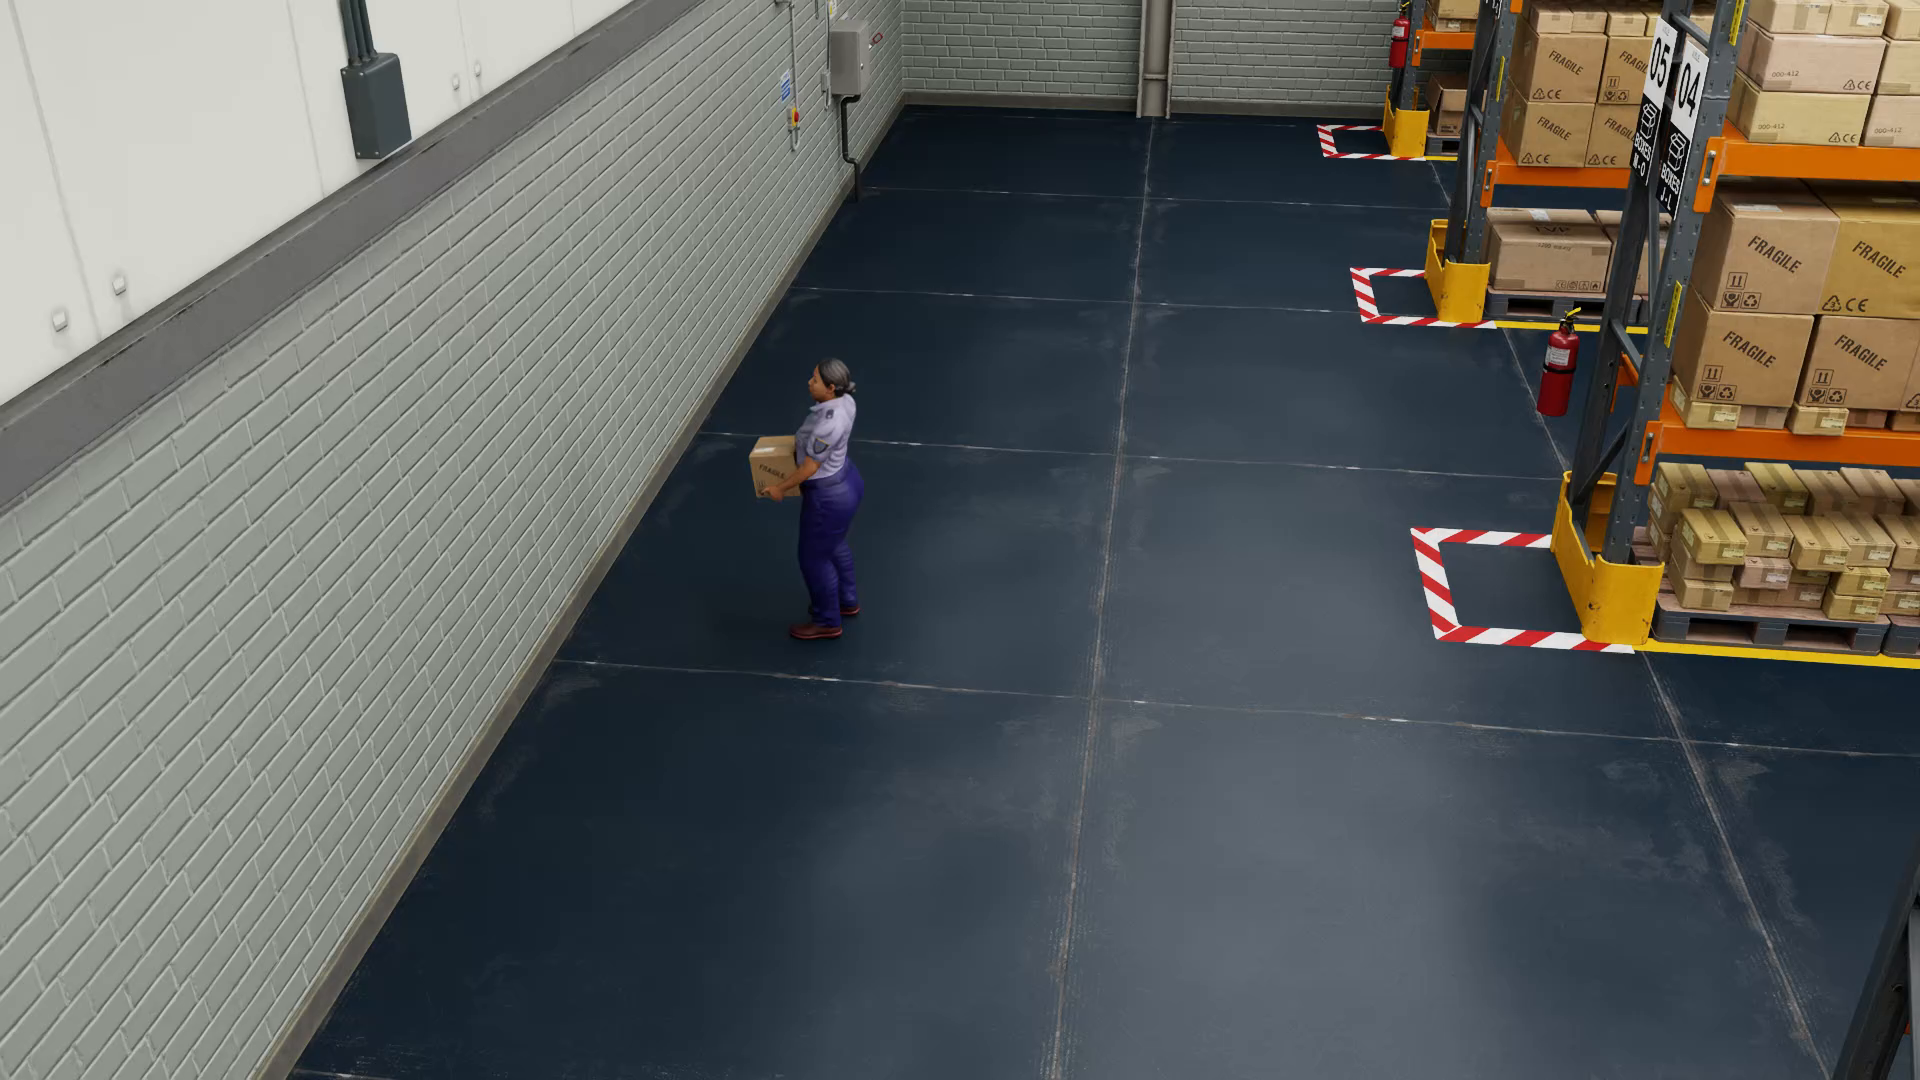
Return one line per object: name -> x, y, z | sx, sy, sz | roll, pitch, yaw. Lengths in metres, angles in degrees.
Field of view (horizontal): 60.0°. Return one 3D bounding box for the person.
person -> -0.798, -0.228, 9.090 | 0.521, 1.622, 0.451 | 4, 29, 7
